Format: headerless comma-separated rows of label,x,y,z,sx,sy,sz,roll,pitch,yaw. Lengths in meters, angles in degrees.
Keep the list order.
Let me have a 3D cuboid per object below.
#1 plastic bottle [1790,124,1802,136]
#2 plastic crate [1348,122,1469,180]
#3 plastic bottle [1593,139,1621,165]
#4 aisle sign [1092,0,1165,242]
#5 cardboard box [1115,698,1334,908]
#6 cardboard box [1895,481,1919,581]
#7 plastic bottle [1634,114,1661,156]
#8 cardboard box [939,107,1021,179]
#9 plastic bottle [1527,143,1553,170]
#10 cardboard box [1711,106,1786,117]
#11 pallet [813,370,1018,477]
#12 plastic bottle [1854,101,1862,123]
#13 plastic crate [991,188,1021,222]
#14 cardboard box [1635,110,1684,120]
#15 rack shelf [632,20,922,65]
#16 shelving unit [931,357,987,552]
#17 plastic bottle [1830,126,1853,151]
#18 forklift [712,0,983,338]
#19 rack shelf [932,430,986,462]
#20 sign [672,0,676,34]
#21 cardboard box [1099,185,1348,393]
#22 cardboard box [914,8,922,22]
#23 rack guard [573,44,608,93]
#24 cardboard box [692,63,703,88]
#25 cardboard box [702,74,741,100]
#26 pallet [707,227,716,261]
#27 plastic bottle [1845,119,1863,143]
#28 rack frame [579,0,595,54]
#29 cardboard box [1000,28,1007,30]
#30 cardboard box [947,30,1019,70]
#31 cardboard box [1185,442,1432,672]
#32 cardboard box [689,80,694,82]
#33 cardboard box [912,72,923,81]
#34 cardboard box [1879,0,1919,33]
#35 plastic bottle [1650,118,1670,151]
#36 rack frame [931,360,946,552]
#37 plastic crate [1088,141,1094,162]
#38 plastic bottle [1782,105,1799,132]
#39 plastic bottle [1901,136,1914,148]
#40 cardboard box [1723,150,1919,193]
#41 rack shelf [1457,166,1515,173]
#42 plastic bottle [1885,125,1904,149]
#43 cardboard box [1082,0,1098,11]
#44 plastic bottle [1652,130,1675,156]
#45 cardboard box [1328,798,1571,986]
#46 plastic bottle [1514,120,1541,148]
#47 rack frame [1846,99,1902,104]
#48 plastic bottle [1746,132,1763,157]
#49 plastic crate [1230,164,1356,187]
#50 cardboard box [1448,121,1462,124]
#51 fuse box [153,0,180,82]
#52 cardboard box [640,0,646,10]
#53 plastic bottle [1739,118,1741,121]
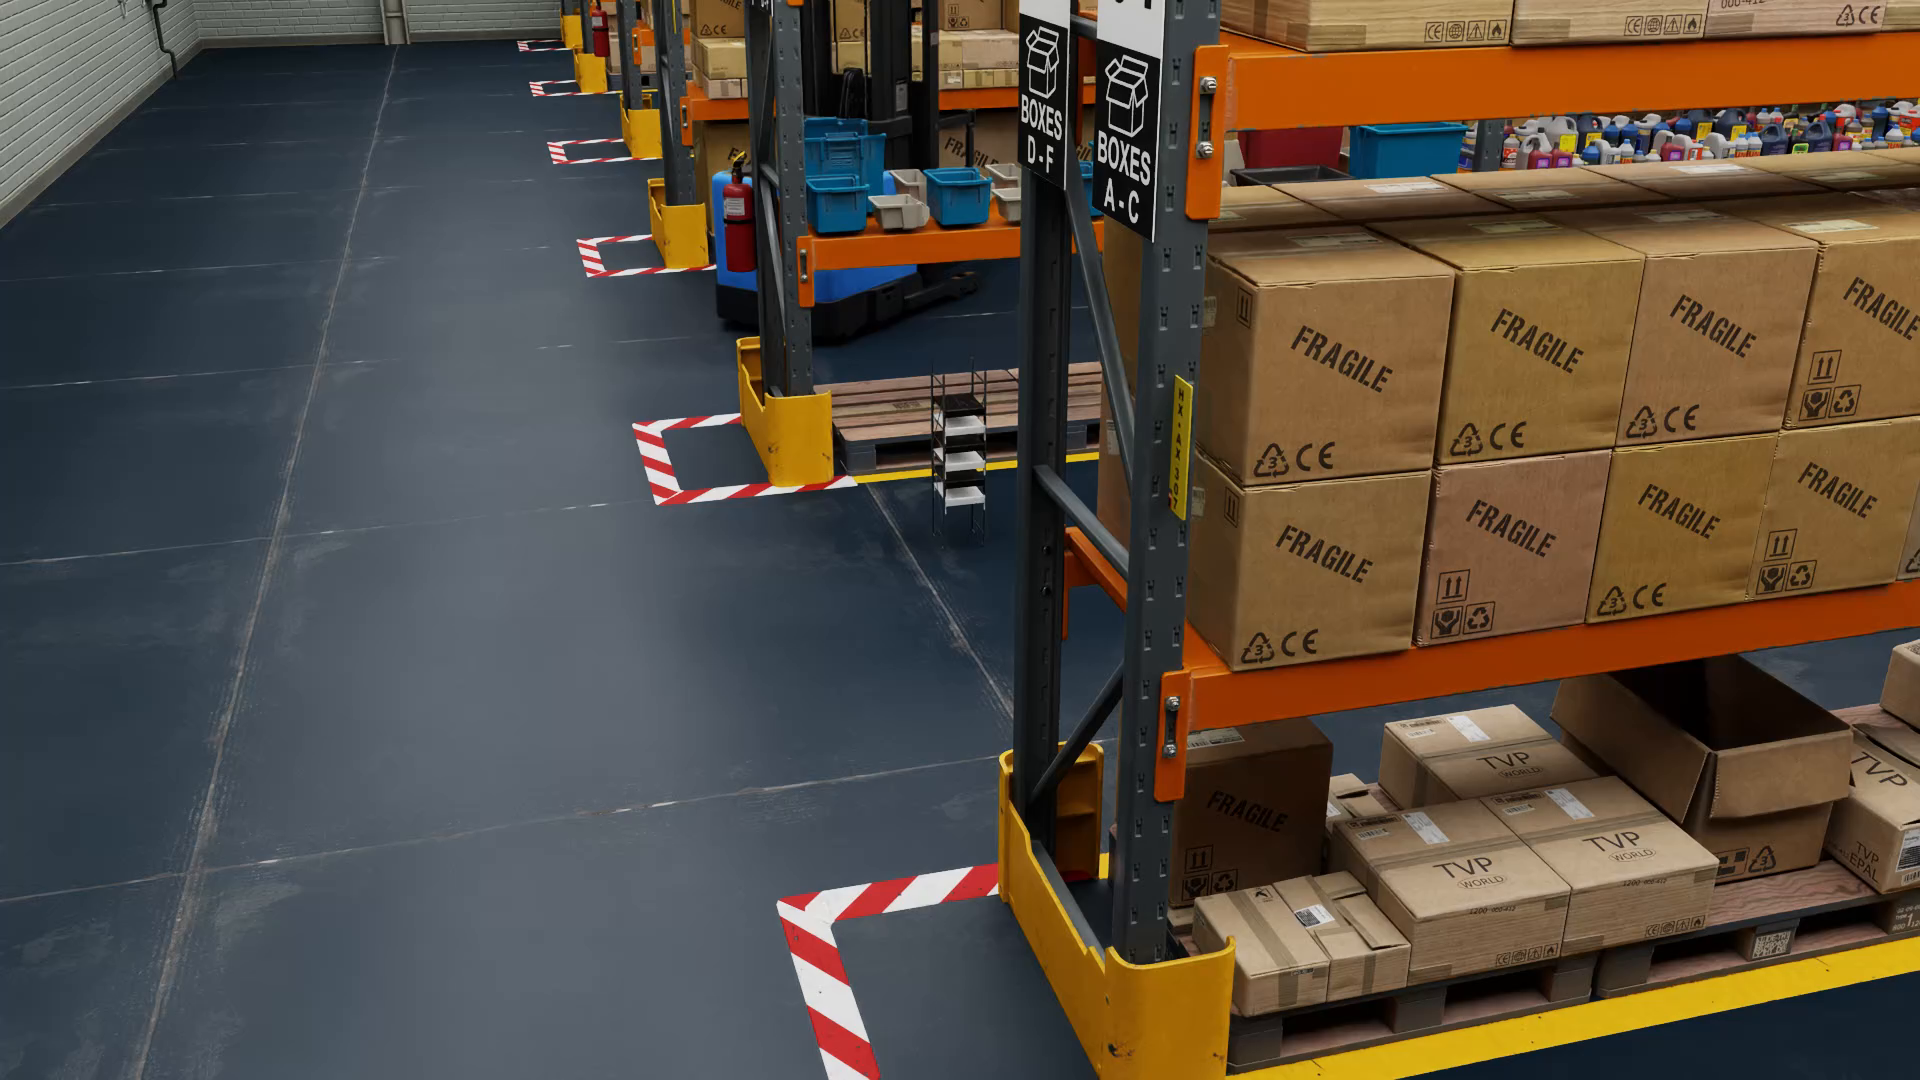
plastic bottle,5.138,-2.408,10.207,0.133,0.283,0.061,-6,24,-14
plastic crate,2.521,-2.169,9.444,0.575,0.384,0.392,-6,24,-14
plastic bottle,3.779,-2.214,9.764,0.135,0.276,0.152,-6,24,-14
aisle sign,0.375,-1.096,3.705,0.004,0.787,0.394,-6,24,-14
cardboard box,0.818,0.775,5.253,0.500,0.500,0.500,-6,24,-14
cardboard box,2.810,-0.231,4.857,0.500,0.500,0.500,-6,24,-13
plastic bottle,4.360,-2.567,10.586,0.135,0.276,0.152,-6,24,-14
cardboard box,0.016,-3.289,14.273,0.875,0.875,0.875,-6,24,-14
plastic bottle,3.346,-2.151,9.607,0.133,0.283,0.061,-6,24,-14
cardboard box,7.643,-3.953,16.271,0.500,0.500,0.700,-8,25,-19
pallet,-0.169,-0.693,9.598,1.213,0.211,1.003,-6,24,-14
plastic bottle,5.896,-2.759,11.024,0.133,0.283,0.061,-6,24,-14
plastic crate,0.338,-1.784,8.863,0.298,0.136,0.250,-6,24,-14
cardboard box,6.536,-4.175,15.838,0.500,0.250,0.500,-4,23,-8
rack shelf,-1.628,-5.558,18.312,4.000,0.370,1.077,-6,24,-14
shelving unit,-0.008,-0.413,8.071,0.210,0.900,0.258,-6,24,-14
plastic bottle,5.354,-2.373,10.125,0.133,0.283,0.061,-6,24,-14
forklift,-0.486,-3.248,12.102,1.130,2.935,3.031,15,27,30
rack shelf,-0.008,-0.465,8.048,0.200,0.077,0.258,-6,24,-14
sign,-2.167,-4.005,12.581,0.005,0.325,0.100,-6,24,-14
cardboard box,0.715,-0.678,4.631,0.500,0.500,0.500,-7,24,-15
cardboard box,-0.406,-5.793,18.264,0.250,0.149,0.380,-5,24,-12
rack guard,-5.011,-6.393,22.516,0.348,0.500,1.175,-6,24,-14
cardboard box,-2.057,-3.829,13.689,0.250,0.149,0.380,-6,24,-13
cardboard box,-1.880,-3.579,13.106,0.250,0.149,0.380,-6,24,-14
pallet,-1.563,-2.615,14.078,1.213,0.211,1.003,-6,24,-14
plastic bottle,5.831,-2.644,10.861,0.097,0.201,0.097,0,23,0
rack frame,-4.988,-7.544,22.029,0.127,3.000,1.000,-6,24,-14
cardboard box,0.537,-4.274,14.220,0.500,0.250,0.500,-6,24,-15
cardboard box,0.197,-4.019,13.625,0.500,0.250,0.500,-6,24,-13
cardboard box,0.859,-0.014,4.351,0.500,0.500,0.500,-6,24,-13
cardboard box,-2.855,-4.990,18.403,0.250,0.149,0.380,-6,24,-13
cardboard box,-0.400,-3.743,13.489,0.250,0.149,0.380,-7,24,-16
cardboard box,2.370,-1.446,4.203,0.500,0.250,0.500,-6,24,-14
plastic bottle,4.412,-2.519,10.481,0.097,0.271,0.097,0,23,0
rack frame,-0.106,-0.402,8.045,0.006,0.900,0.240,-6,24,-14
plastic crate,0.935,-2.168,9.635,0.300,0.233,0.416,-6,24,-14
plastic bottle,5.416,-2.706,10.900,0.133,0.283,0.061,-6,24,-14
plastic bottle,5.836,-2.396,10.283,0.097,0.201,0.097,0,23,0
cardboard box,2.691,-0.899,5.146,0.500,0.500,0.500,-7,24,-16
rack shelf,4.804,-2.210,10.509,4.000,0.370,1.077,-6,24,-14
plastic bottle,5.742,-2.418,10.245,0.097,0.271,0.097,0,23,0
cardboard box,1.170,-4.470,13.725,0.500,0.500,0.500,-6,24,-13
plastic bottle,4.277,-2.332,10.037,0.135,0.276,0.152,-6,24,-14
cardboard box,1.443,1.037,4.957,0.500,0.250,0.500,-6,24,-14
plastic bottle,3.522,-2.474,10.370,0.135,0.276,0.152,-6,24,-14
rack frame,9.243,-5.060,16.239,0.127,3.000,1.000,-6,24,-14
plastic bottle,4.754,-2.309,9.990,0.097,0.271,0.097,0,23,0
plastic crate,1.873,-2.008,9.397,0.590,0.125,0.437,-6,24,-14
cardboard box,3.861,-3.693,15.215,0.875,0.875,1.225,-6,24,-14
fuse box,-10.838,-7.156,22.757,0.414,1.711,0.539,-6,24,-14
cardboard box,-3.191,-6.004,17.935,0.500,0.500,0.500,-6,24,-13
plastic bottle,4.994,-2.646,10.776,0.097,0.271,0.097,0,23,0
